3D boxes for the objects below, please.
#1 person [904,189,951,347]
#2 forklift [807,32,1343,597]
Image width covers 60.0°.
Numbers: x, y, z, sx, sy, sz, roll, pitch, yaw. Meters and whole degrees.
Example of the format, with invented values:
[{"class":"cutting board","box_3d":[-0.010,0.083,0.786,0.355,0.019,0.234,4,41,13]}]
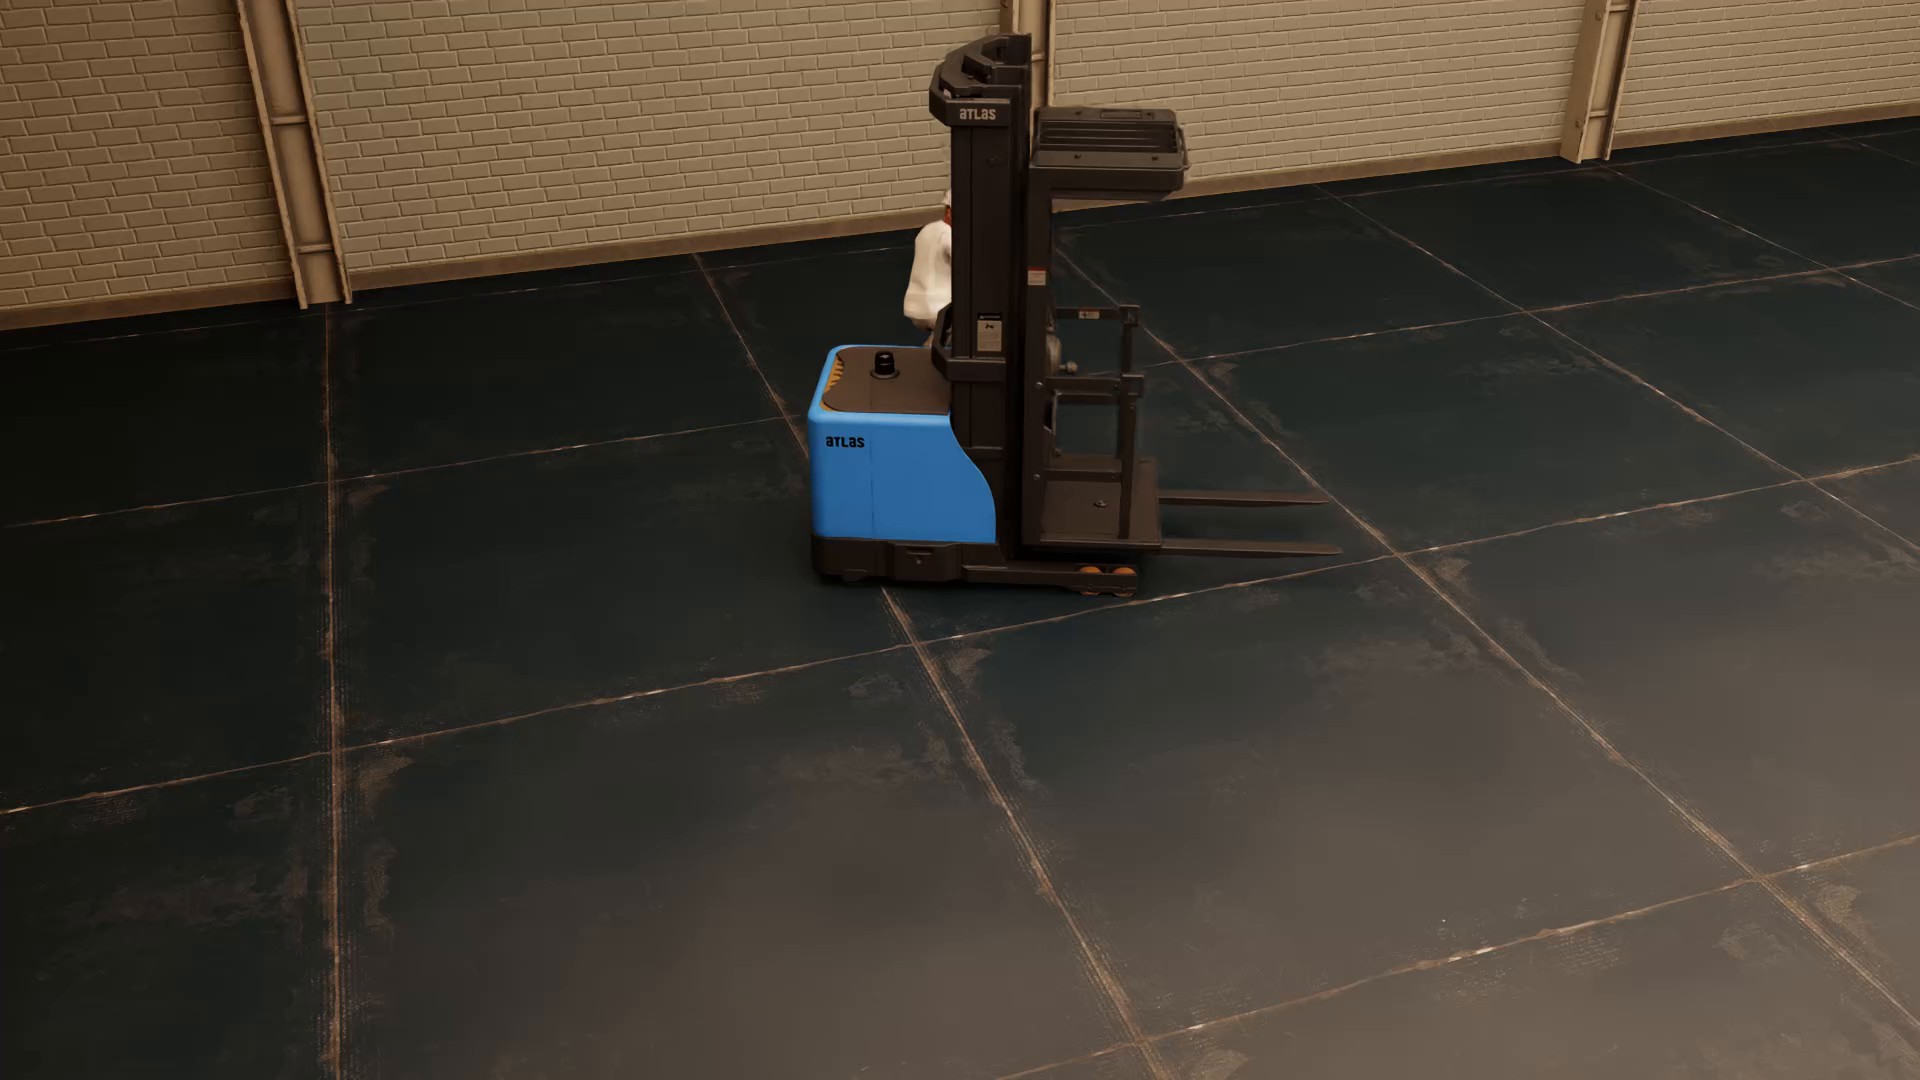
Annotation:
[{"class":"person","box_3d":[0.067,-1.725,11.553,0.991,1.477,0.837,-25,38,-36]},{"class":"forklift","box_3d":[0.687,-1.221,9.210,3.031,2.935,1.130,2,30,3]}]
